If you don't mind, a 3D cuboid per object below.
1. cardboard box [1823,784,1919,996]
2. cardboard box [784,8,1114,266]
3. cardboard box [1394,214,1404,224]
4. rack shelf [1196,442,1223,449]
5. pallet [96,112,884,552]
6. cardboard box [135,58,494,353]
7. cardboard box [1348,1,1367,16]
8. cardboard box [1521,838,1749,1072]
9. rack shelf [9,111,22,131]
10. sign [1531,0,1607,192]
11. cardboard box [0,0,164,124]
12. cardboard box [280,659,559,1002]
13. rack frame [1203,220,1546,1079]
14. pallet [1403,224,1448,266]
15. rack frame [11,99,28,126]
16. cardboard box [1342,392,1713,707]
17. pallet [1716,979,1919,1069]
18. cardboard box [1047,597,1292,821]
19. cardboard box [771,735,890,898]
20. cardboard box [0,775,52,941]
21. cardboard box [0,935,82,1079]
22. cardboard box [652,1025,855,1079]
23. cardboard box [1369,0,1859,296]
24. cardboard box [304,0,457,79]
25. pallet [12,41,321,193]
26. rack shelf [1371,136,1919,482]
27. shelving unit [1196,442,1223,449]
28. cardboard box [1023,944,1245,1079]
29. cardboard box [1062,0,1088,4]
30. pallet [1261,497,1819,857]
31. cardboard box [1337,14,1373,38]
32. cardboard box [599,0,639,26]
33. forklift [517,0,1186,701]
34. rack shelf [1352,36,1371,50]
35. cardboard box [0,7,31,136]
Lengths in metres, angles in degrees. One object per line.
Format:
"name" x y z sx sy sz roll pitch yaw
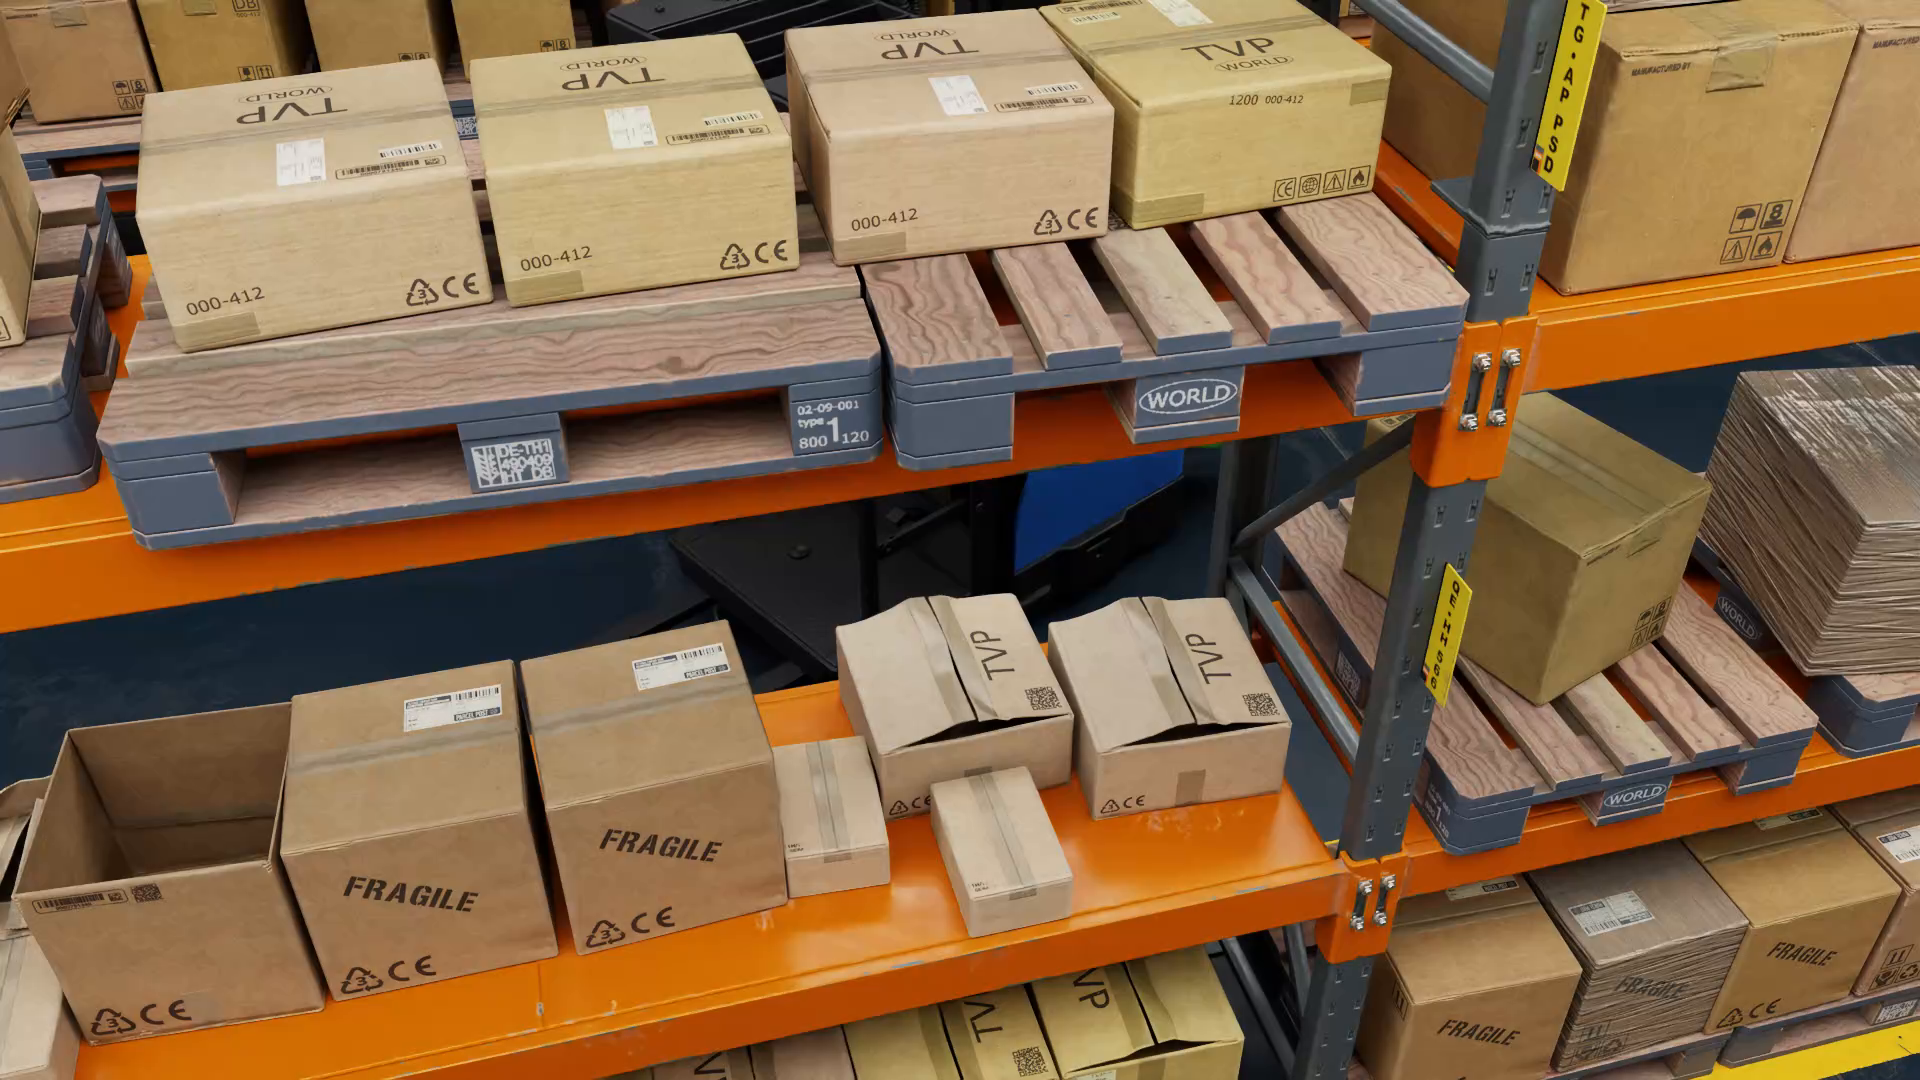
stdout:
"cardboard box" 2.897 1.007 5.160 0.500 0.500 0.500 -11 39 -13
"cardboard box" -0.033 -0.758 3.082 0.500 0.250 0.500 -8 38 -11
"cardboard box" 2.007 -2.188 9.065 0.750 0.750 0.750 -8 38 -11
"rack shelf" 1.104 -0.475 7.383 0.480 0.148 0.258 4 38 6
"pallet" -0.819 -0.436 3.038 1.213 0.211 1.003 -8 38 -10
"cardboard box" -1.109 -0.590 2.862 0.500 0.250 0.500 -12 39 -16
"cardboard box" 2.101 -2.981 8.334 0.500 0.500 0.500 -9 38 -12
"cardboard box" 1.909 1.169 4.948 0.500 0.500 0.500 -11 39 -14
"rack shelf" -6.196 -1.327 7.108 4.000 0.370 1.077 -9 38 -12
"sign" 1.028 -0.760 2.815 0.005 0.325 0.100 -9 38 -12
"cardboard box" -3.765 -2.205 7.219 0.500 0.500 0.700 -9 38 -12
"cardboard box" -1.233 0.661 3.835 0.500 0.500 0.500 -9 38 -12
"rack frame" 0.891 0.342 4.335 0.127 3.000 1.000 -9 38 -12
"pallet" 2.733 -1.923 9.590 1.213 0.211 1.003 -9 38 -12
"rack frame" -4.266 -1.930 7.304 0.127 3.000 1.000 -9 38 -12
"cardboard box" 1.470 -0.031 4.393 0.500 0.500 0.700 -23 43 -27
"pallet" 2.797 1.162 5.557 1.213 0.211 1.003 -9 38 -12
"cardboard box" 0.529 0.409 4.320 0.500 0.311 0.500 -7 38 -9
"cardboard box" -0.325 0.676 4.104 0.250 0.149 0.380 -7 38 -9
"cardboard box" -2.169 0.782 3.870 0.258 0.266 0.396 -10 39 -13
"cardboard box" -2.062 1.055 3.609 0.250 0.149 0.380 -9 38 -12
"cardboard box" -0.538 1.436 4.360 0.500 0.311 0.500 -10 38 -12
"cardboard box" 1.304 -0.978 3.509 0.500 0.500 0.910 -9 38 -12
"cardboard box" -2.596 -2.412 7.490 0.500 0.500 0.700 -4 38 -6
"pallet" -3.490 -1.889 7.409 1.213 0.211 1.003 -9 38 -12
"rack shelf" 2.822 -0.881 4.056 4.000 0.370 1.077 -9 38 -12
"shelving unit" 1.104 -0.716 7.199 0.503 1.200 0.258 4 38 6
"cardboard box" 0.450 1.272 4.575 0.500 0.311 0.500 -8 38 -11
"cardboard box" 0.640 -2.734 8.011 0.500 0.500 0.500 -8 38 -10
"pallet" 1.527 0.269 4.587 1.003 0.211 1.213 -9 38 -12
"cardboard box" 1.967 -2.710 8.514 0.250 0.149 0.380 -10 39 -13
"cardboard box" -1.387 -2.593 7.727 0.500 0.500 0.700 -13 39 -16
"forklift" -0.463 -0.836 5.931 3.031 2.935 1.130 -29 46 -32
"rack shelf" 1.527 -2.594 8.765 4.000 0.370 1.077 -9 38 -12
"cardboard box" -1.821 -0.800 2.518 0.500 0.500 0.500 -6 38 -8
